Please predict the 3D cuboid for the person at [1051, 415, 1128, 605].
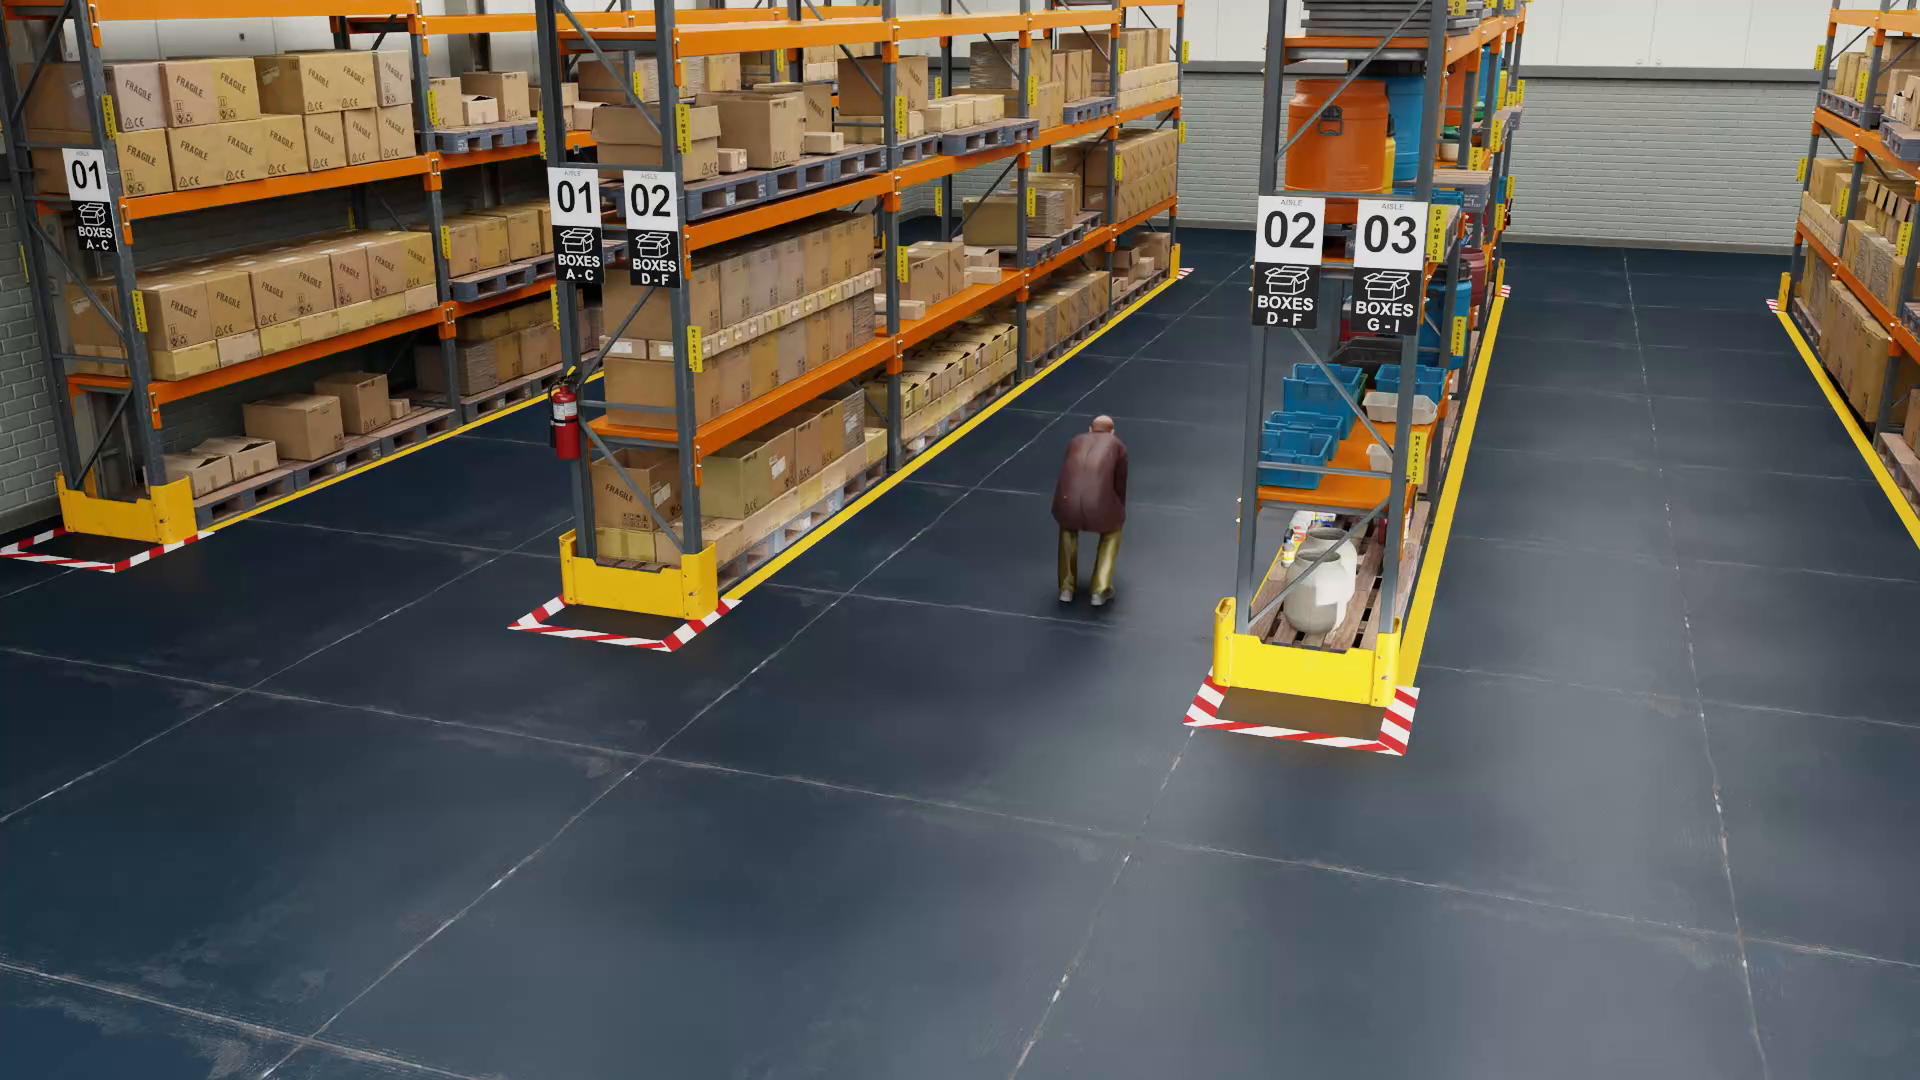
[{"bbox_3d":[1.009,-0.233,12.568,0.571,1.285,0.909,6,19,16],"label":"person"}]
